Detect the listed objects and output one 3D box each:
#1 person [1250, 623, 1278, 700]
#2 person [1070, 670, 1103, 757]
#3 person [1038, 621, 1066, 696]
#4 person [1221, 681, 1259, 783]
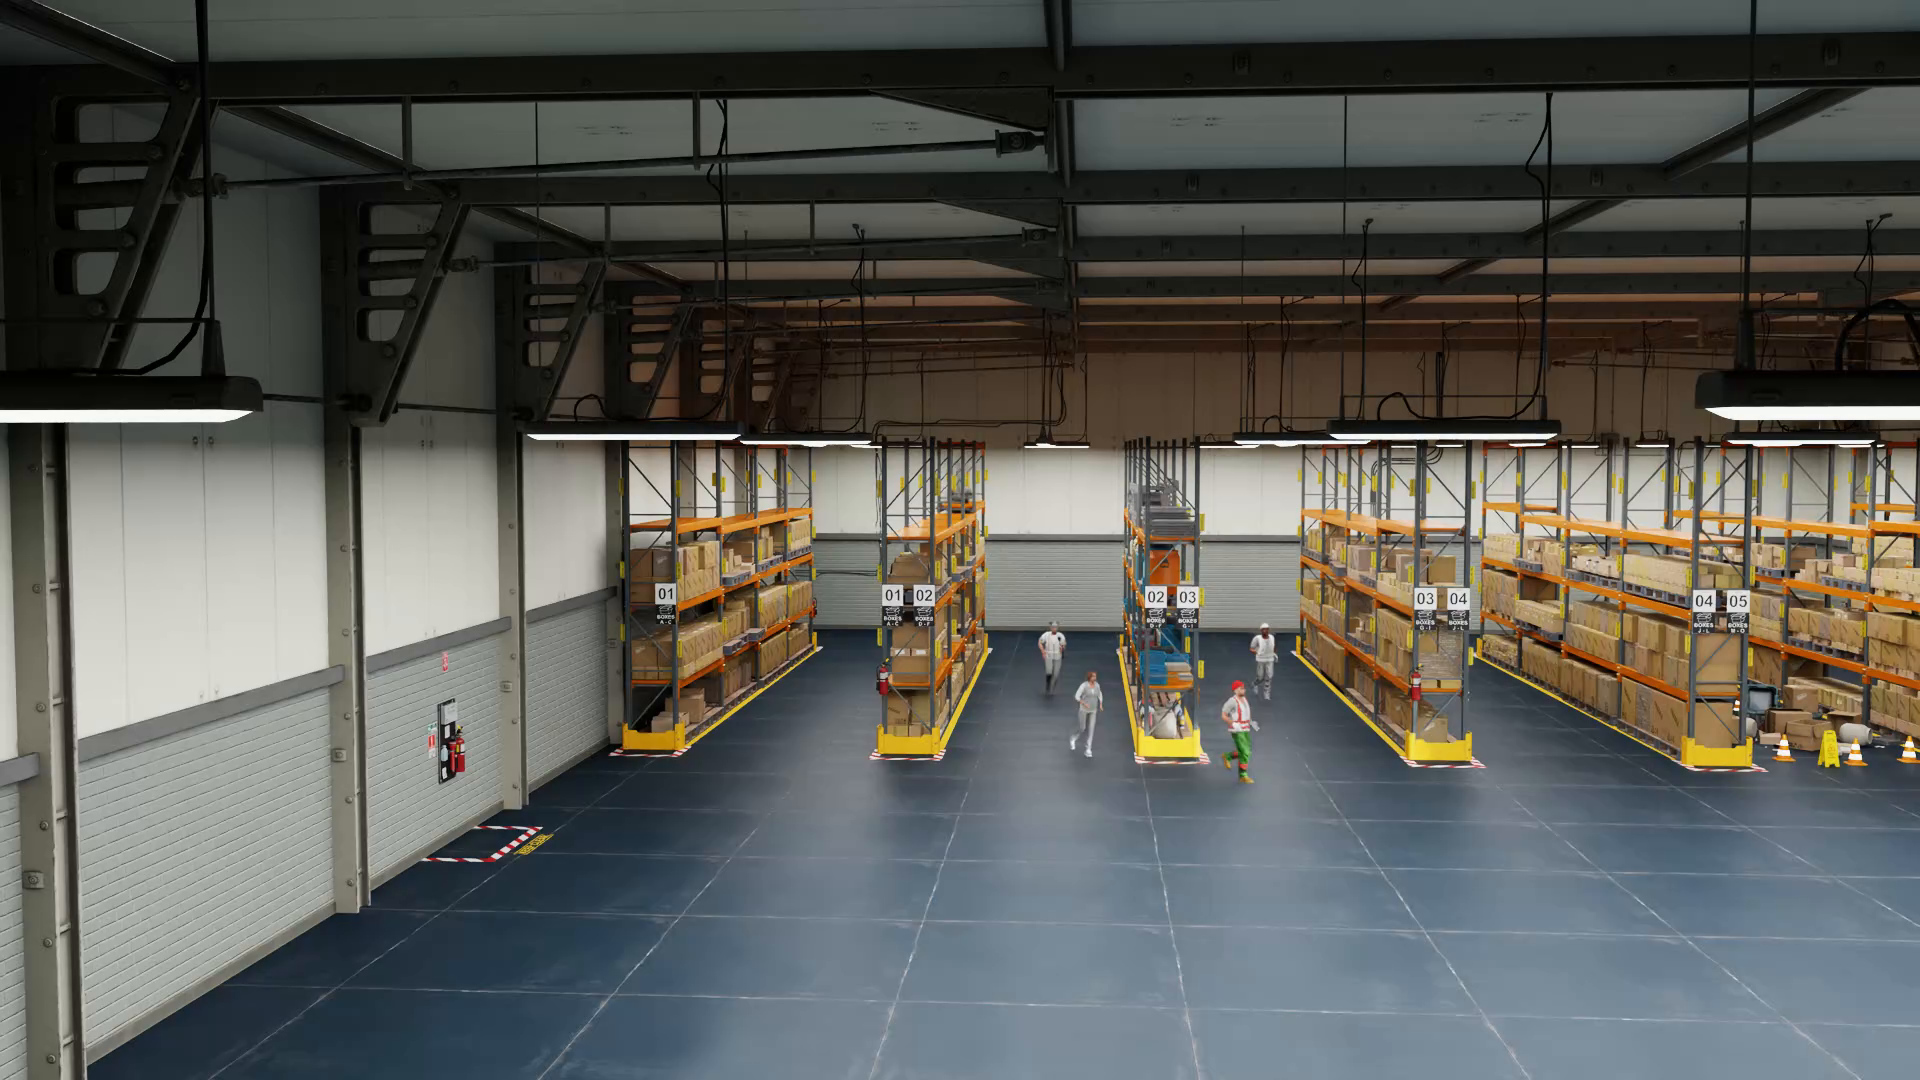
[{"bbox_3d":[7.010,2.794,38.311,0.691,1.750,0.709,-1,3,-11],"label":"person"},{"bbox_3d":[2.444,3.264,31.436,0.595,1.561,0.772,-1,3,-19],"label":"person"},{"bbox_3d":[2.179,2.773,38.854,0.634,1.783,0.683,0,3,-5],"label":"person"},{"bbox_3d":[4.818,3.313,28.839,0.643,1.753,0.655,3,4,43],"label":"person"}]
